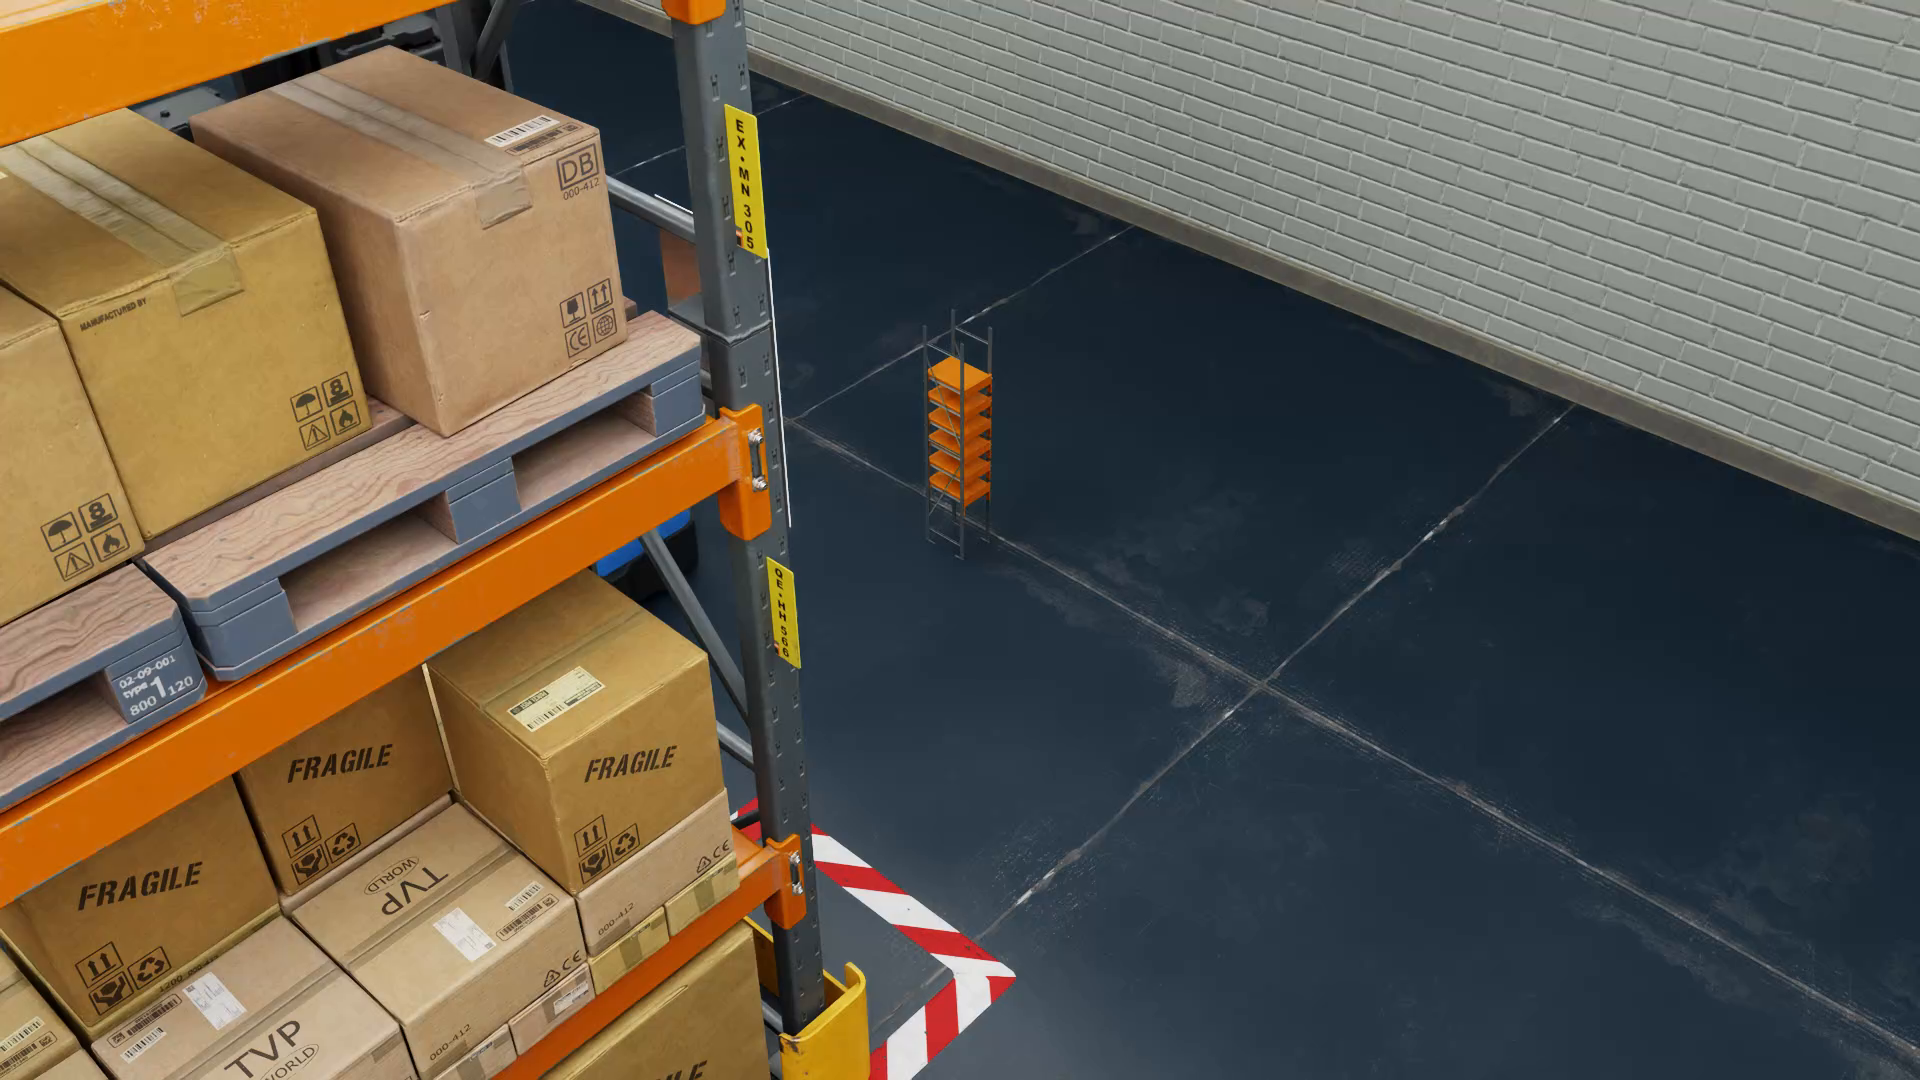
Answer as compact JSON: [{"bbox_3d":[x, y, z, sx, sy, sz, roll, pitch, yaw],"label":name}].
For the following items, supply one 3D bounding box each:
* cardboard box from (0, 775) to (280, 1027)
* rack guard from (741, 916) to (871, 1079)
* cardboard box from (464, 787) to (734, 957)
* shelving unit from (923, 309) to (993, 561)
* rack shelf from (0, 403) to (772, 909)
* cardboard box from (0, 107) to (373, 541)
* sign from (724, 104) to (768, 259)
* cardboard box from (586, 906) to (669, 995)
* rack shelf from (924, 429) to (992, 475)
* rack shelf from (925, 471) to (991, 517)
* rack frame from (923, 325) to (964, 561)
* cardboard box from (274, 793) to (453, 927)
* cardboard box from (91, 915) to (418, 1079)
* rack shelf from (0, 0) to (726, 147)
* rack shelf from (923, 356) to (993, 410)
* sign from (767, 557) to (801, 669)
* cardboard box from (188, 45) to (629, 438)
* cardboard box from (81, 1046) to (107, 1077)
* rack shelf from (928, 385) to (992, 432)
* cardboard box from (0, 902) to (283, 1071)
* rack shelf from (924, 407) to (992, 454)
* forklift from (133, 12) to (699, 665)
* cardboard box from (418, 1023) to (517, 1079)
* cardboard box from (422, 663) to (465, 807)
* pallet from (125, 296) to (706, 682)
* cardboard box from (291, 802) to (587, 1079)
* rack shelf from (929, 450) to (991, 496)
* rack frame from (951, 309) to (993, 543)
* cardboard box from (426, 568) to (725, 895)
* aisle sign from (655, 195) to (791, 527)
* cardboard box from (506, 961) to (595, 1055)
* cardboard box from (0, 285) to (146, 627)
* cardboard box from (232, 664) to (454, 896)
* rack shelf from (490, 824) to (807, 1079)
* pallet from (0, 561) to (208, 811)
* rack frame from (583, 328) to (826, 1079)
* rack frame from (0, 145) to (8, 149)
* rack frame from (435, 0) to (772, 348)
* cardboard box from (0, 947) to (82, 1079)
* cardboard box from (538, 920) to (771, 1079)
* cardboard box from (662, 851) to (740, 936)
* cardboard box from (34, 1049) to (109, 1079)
[{"bbox_3d":[-2.050,0.727,3.989,0.500,0.500,0.500,28,46,31],"label":"cardboard box"},{"bbox_3d":[-0.829,1.468,5.786,1.175,0.500,0.348,30,47,32],"label":"rack guard"},{"bbox_3d":[-0.976,0.777,4.528,0.500,0.250,0.500,29,47,31],"label":"cardboard box"},{"bbox_3d":[-0.010,-0.463,7.652,0.258,1.200,0.189,30,47,32],"label":"shelving unit"},{"bbox_3d":[-2.194,0.527,3.129,1.077,0.370,4.000,30,47,32],"label":"rack shelf"},{"bbox_3d":[-1.625,-0.447,3.277,0.700,0.500,0.500,28,46,30],"label":"cardboard box"},{"bbox_3d":[-0.454,-0.755,3.515,0.100,0.325,0.005,30,47,32],"label":"sign"},{"bbox_3d":[-1.016,1.021,4.542,0.380,0.149,0.250,30,47,32],"label":"cardboard box"},{"bbox_3d":[-0.010,-0.428,7.679,0.258,0.103,0.180,30,47,32],"label":"rack shelf"},{"bbox_3d":[-0.010,-0.240,7.829,0.258,0.103,0.180,30,47,32],"label":"rack shelf"},{"bbox_3d":[-0.071,-0.421,7.599,0.240,1.200,0.006,30,47,32],"label":"rack frame"},{"bbox_3d":[-1.714,0.791,4.510,0.500,0.250,0.500,29,47,31],"label":"cardboard box"},{"bbox_3d":[-1.662,1.244,3.941,0.500,0.250,0.500,28,46,31],"label":"cardboard box"},{"bbox_3d":[-2.194,-0.491,2.320,1.077,0.370,4.000,30,47,32],"label":"rack shelf"},{"bbox_3d":[-0.010,-0.710,7.455,0.258,0.103,0.180,30,47,32],"label":"rack shelf"},{"bbox_3d":[-0.454,0.189,4.265,0.100,0.325,0.005,30,47,32],"label":"sign"},{"bbox_3d":[-1.156,-0.655,3.539,0.700,0.500,0.500,27,46,29],"label":"cardboard box"},{"bbox_3d":[-2.193,1.215,4.297,0.380,0.149,0.250,29,47,31],"label":"cardboard box"},{"bbox_3d":[-0.010,-0.616,7.530,0.258,0.103,0.180,30,47,32],"label":"rack shelf"},{"bbox_3d":[-2.055,1.021,4.221,0.500,0.250,0.500,28,46,31],"label":"cardboard box"},{"bbox_3d":[-0.010,-0.522,7.605,0.258,0.103,0.180,30,47,32],"label":"rack shelf"},{"bbox_3d":[-2.565,-0.506,6.315,1.130,2.935,3.031,28,46,31],"label":"forklift"},{"bbox_3d":[-1.356,1.250,4.253,0.380,0.149,0.250,31,48,33],"label":"cardboard box"},{"bbox_3d":[-1.368,0.550,4.813,0.500,0.250,0.500,28,46,31],"label":"cardboard box"},{"bbox_3d":[-1.338,-0.294,3.654,1.003,0.211,1.213,30,47,32],"label":"pallet"},{"bbox_3d":[-1.319,1.010,4.235,0.500,0.250,0.500,29,47,31],"label":"cardboard box"},{"bbox_3d":[-0.010,-0.334,7.754,0.258,0.103,0.180,30,47,32],"label":"rack shelf"},{"bbox_3d":[0.052,-0.505,7.705,0.240,1.200,0.006,30,47,32],"label":"rack frame"},{"bbox_3d":[-0.979,0.483,4.295,0.500,0.500,0.500,30,47,32],"label":"cardboard box"},{"bbox_3d":[-0.575,-0.424,4.068,0.394,0.787,0.004,30,47,32],"label":"aisle sign"},{"bbox_3d":[-1.187,1.136,4.396,0.380,0.149,0.250,30,47,32],"label":"cardboard box"},{"bbox_3d":[-1.938,-0.189,2.953,0.700,0.500,0.500,26,45,29],"label":"cardboard box"},{"bbox_3d":[-1.705,0.486,4.291,0.500,0.500,0.500,28,47,31],"label":"cardboard box"},{"bbox_3d":[-2.194,1.701,4.063,1.077,0.370,4.000,30,47,32],"label":"rack shelf"},{"bbox_3d":[-2.161,0.269,2.946,1.003,0.211,1.213,30,47,32],"label":"pallet"},{"bbox_3d":[-0.845,0.500,4.994,1.000,3.000,0.127,30,47,32],"label":"rack frame"},{"bbox_3d":[-4.501,-1.579,7.610,1.000,3.000,0.127,30,47,32],"label":"rack frame"},{"bbox_3d":[-0.845,-1.848,3.127,1.000,3.000,0.127,30,47,32],"label":"rack frame"},{"bbox_3d":[-2.403,1.263,3.917,0.500,0.250,0.500,29,47,31],"label":"cardboard box"},{"bbox_3d":[-1.217,1.495,5.113,0.875,0.875,0.875,30,47,32],"label":"cardboard box"},{"bbox_3d":[-0.842,0.901,4.693,0.380,0.149,0.250,31,48,33],"label":"cardboard box"},{"bbox_3d":[-2.010,1.485,3.638,0.500,0.250,0.500,30,47,32],"label":"cardboard box"}]
